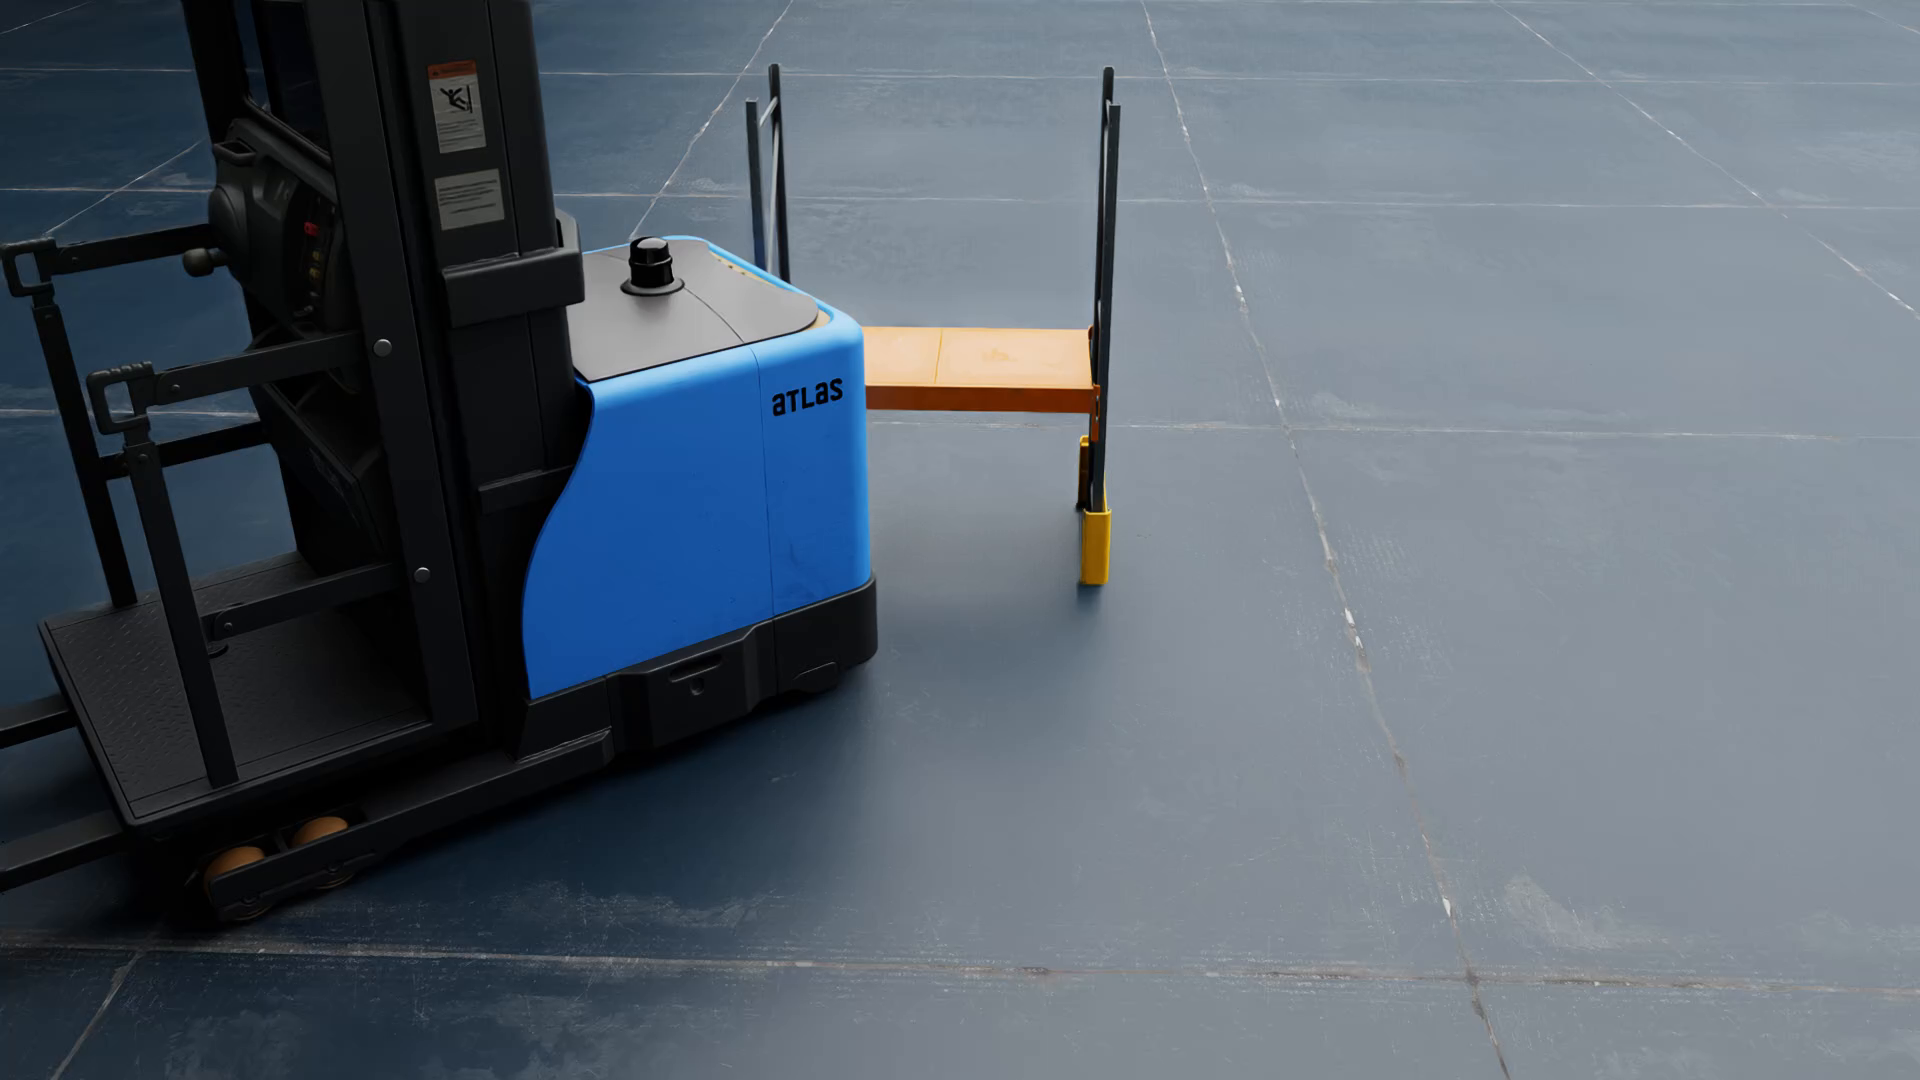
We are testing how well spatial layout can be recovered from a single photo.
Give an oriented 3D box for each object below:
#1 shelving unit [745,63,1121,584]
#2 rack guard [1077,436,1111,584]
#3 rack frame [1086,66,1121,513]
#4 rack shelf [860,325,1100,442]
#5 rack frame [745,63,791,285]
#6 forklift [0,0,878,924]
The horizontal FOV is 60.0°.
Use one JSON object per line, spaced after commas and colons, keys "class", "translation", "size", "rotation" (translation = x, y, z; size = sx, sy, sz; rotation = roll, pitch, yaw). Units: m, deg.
{"class": "shelving unit", "translation": [-0.058, -0.670, 5.200], "size": [1.083, 1.500, 0.587], "rotation": [1, 28, 2]}
{"class": "rack guard", "translation": [0.440, -0.108, 5.474], "size": [0.087, 0.250, 0.587], "rotation": [1, 28, 2]}
{"class": "rack frame", "translation": [0.441, -0.660, 5.182], "size": [0.032, 1.500, 0.500], "rotation": [1, 28, 2]}
{"class": "rack shelf", "translation": [-0.067, -0.511, 5.284], "size": [1.000, 0.185, 0.538], "rotation": [1, 28, 2]}
{"class": "rack frame", "translation": [-0.575, -0.680, 5.219], "size": [0.032, 1.500, 0.500], "rotation": [1, 28, 2]}
{"class": "forklift", "translation": [-1.730, -0.693, 3.715], "size": [3.031, 2.935, 1.130], "rotation": [-19, 33, -31]}
